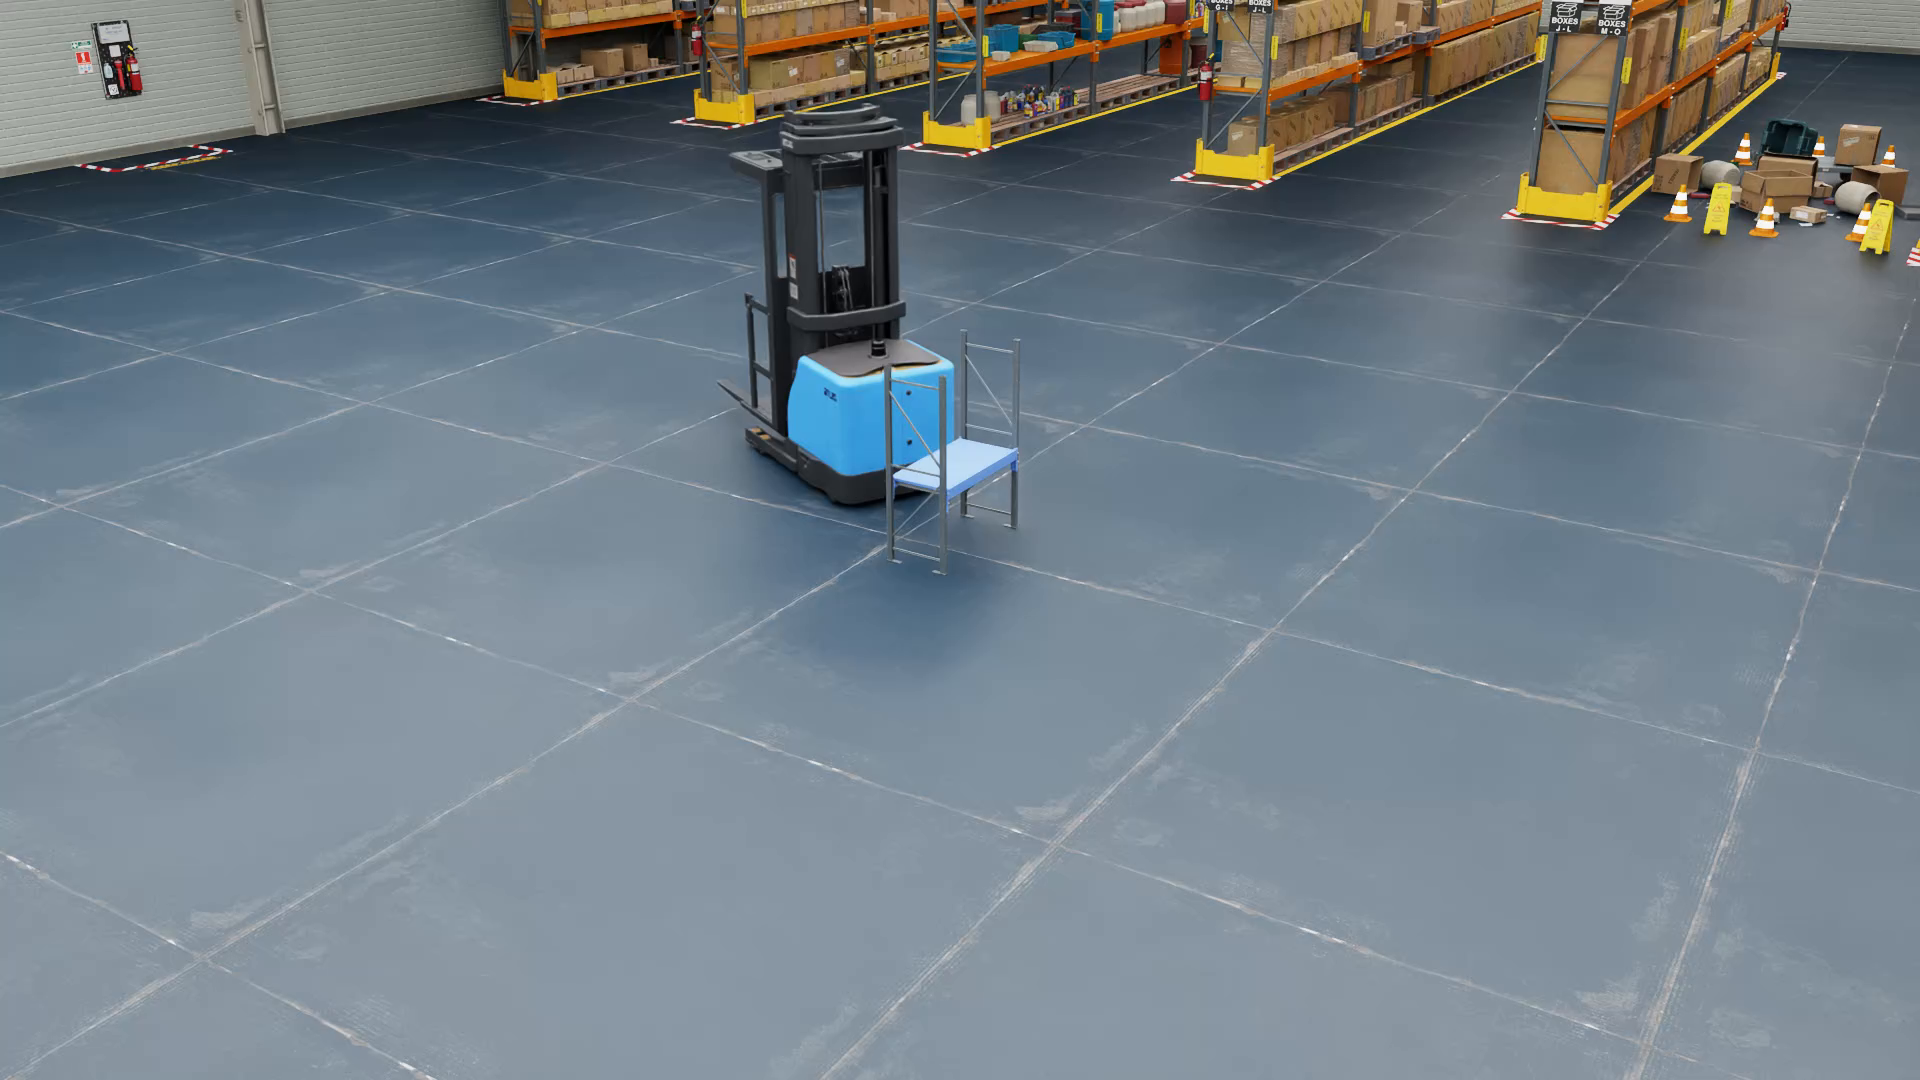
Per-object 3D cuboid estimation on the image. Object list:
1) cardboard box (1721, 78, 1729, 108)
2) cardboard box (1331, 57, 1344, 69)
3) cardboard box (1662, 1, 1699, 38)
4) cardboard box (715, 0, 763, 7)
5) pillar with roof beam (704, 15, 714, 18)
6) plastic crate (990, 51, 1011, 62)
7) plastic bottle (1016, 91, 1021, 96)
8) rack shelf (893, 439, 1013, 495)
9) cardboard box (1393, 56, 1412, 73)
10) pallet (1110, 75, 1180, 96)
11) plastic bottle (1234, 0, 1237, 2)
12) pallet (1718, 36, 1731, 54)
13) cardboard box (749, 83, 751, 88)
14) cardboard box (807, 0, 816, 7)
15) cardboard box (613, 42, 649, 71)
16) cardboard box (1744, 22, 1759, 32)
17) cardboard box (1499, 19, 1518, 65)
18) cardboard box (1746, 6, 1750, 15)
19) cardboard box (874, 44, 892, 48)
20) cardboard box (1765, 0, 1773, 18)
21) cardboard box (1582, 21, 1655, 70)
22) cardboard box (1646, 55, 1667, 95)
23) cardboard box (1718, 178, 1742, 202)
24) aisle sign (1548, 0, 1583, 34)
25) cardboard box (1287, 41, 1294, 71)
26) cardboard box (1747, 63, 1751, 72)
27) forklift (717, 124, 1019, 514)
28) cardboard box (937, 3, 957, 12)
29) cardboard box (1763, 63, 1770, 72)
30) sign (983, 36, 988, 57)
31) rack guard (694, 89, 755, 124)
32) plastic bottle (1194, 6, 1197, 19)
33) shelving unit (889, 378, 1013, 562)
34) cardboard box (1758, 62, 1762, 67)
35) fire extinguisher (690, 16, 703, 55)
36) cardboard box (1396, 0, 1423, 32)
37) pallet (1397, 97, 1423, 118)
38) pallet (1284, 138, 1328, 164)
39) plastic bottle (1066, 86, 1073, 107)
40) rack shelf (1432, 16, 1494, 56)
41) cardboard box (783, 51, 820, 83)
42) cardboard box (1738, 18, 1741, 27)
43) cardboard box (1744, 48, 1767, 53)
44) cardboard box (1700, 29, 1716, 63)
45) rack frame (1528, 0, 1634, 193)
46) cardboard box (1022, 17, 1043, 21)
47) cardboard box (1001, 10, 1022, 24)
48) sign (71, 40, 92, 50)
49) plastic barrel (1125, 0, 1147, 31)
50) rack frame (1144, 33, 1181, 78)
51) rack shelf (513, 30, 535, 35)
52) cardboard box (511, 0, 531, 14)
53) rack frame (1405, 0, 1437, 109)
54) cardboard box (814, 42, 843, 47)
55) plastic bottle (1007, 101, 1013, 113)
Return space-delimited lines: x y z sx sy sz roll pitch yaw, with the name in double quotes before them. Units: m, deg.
"cardboard box" 13.653 -8.150 30.255 0.500 0.500 0.500 13 27 28
"cardboard box" 6.040 -7.787 27.114 0.380 0.149 0.250 14 27 29
"cardboard box" 11.485 -8.413 26.859 0.700 0.500 0.500 14 27 28
"cardboard box" -3.975 -9.839 29.780 0.700 0.500 0.500 14 27 29
"pillar with roof beam" -2.014 -14.356 34.420 9.100 9.000 0.400 14 27 29
"plastic crate" 0.692 -8.100 27.852 0.298 0.136 0.250 14 27 29
"plastic bottle" 1.056 -7.995 30.144 0.061 0.283 0.133 15 28 31
"rack shelf" -0.045 -0.539 12.273 0.459 0.062 0.952 14 27 29
"cardboard box" 8.046 -8.815 30.821 0.500 0.250 0.500 15 28 31
"pallet" 3.724 -9.153 33.464 1.003 0.211 1.213 14 27 29
"plastic bottle" 5.813 -11.440 35.392 0.152 0.276 0.135 14 27 29
"pallet" 12.820 -8.750 29.263 1.213 0.211 1.003 14 27 29
"cardboard box" -3.975 -8.371 31.078 0.500 0.250 0.500 14 27 29
"cardboard box" -2.920 -10.064 31.115 0.380 0.149 0.250 15 28 31
"cardboard box" -6.874 -10.108 34.753 0.500 0.500 0.500 12 26 25
"cardboard box" 15.072 -9.837 31.848 0.380 0.149 0.250 15 28 31
"cardboard box" 11.375 -10.726 35.732 0.875 0.875 0.875 14 27 29
"cardboard box" 13.767 -9.610 30.610 0.978 0.298 2.368 15 27 31
"cardboard box" -1.646 -10.105 34.380 0.500 0.311 0.500 14 27 29
"cardboard box" 15.671 -10.553 32.686 0.500 0.500 0.500 13 27 28
"cardboard box" 9.166 -6.922 23.251 0.875 0.550 0.550 14 27 29
"cardboard box" 9.969 -6.976 24.736 0.875 0.550 0.550 14 27 29
"cardboard box" 11.082 -5.004 23.810 0.396 0.266 0.258 20 30 38
"aisle sign" 8.022 -7.107 21.954 0.394 0.787 0.004 14 27 29
"cardboard box" 4.629 -7.504 25.645 0.875 0.500 0.500 14 27 29
"cardboard box" 15.198 -9.236 32.455 0.380 0.149 0.250 15 28 31
"forklift" 0.144 -5.120 19.883 10.324 3.598 15.967 -13 27 -28
"cardboard box" -0.947 -12.003 33.943 0.524 2.460 2.323 17 29 34
"cardboard box" 16.604 -9.830 34.577 0.380 0.149 0.250 15 27 31
"sign" 0.411 -7.996 26.933 0.100 0.325 0.005 14 27 29
"rack guard" -4.273 -7.870 30.136 1.175 0.500 0.348 14 27 29
"plastic bottle" 4.753 -10.739 33.779 0.097 0.271 0.097 0 23 0
"shelving unit" -0.054 -0.653 12.205 0.475 1.308 0.991 14 27 29
"cardboard box" 16.033 -9.622 33.722 0.380 0.149 0.250 15 28 32
"fire extinguisher" -4.717 -9.047 29.807 0.296 0.674 0.183 14 27 29
"cardboard box" 7.914 -9.487 30.070 0.700 0.500 0.500 19 30 37
"pallet" 7.960 -8.105 31.043 1.003 0.211 1.213 14 27 29
"pallet" 5.297 -6.371 27.037 1.003 0.211 1.213 14 27 29
"plastic bottle" 1.961 -8.045 30.174 0.144 0.351 0.185 13 27 28
"rack shelf" 9.429 -9.993 32.800 1.077 0.370 4.000 14 27 29
"cardboard box" -2.995 -8.941 31.451 0.500 0.500 0.500 14 27 29
"cardboard box" 14.201 -9.571 30.706 0.380 0.149 0.250 12 26 26
"cardboard box" 16.509 -10.128 34.516 0.380 0.149 0.250 14 27 30
"cardboard box" 12.261 -8.244 27.728 0.500 0.500 0.500 14 27 29
"rack frame" 8.314 -5.875 22.380 1.000 3.000 0.127 14 27 29
"cardboard box" 1.608 -12.018 39.164 0.500 0.500 0.500 13 26 27
"cardboard box" 1.080 -12.025 38.236 0.500 0.250 0.500 14 27 29
"sign" -13.706 -7.723 25.938 0.001 0.109 0.331 14 27 29
"plastic barrel" 3.362 -10.069 31.898 0.433 0.535 0.433 0 23 0
"rack frame" 4.169 -10.686 33.493 0.949 2.616 0.053 14 27 29
"rack shelf" -7.416 -10.473 33.727 0.831 0.071 3.687 14 27 29
"cardboard box" -8.402 -10.550 32.401 0.500 0.500 0.500 14 27 28
"rack frame" 8.374 -9.648 31.097 1.000 3.000 0.127 14 27 29
"cardboard box" -2.661 -9.560 32.881 0.500 0.500 0.500 14 27 29
"plastic bottle" 0.888 -7.722 29.616 0.097 0.201 0.097 0 23 0
